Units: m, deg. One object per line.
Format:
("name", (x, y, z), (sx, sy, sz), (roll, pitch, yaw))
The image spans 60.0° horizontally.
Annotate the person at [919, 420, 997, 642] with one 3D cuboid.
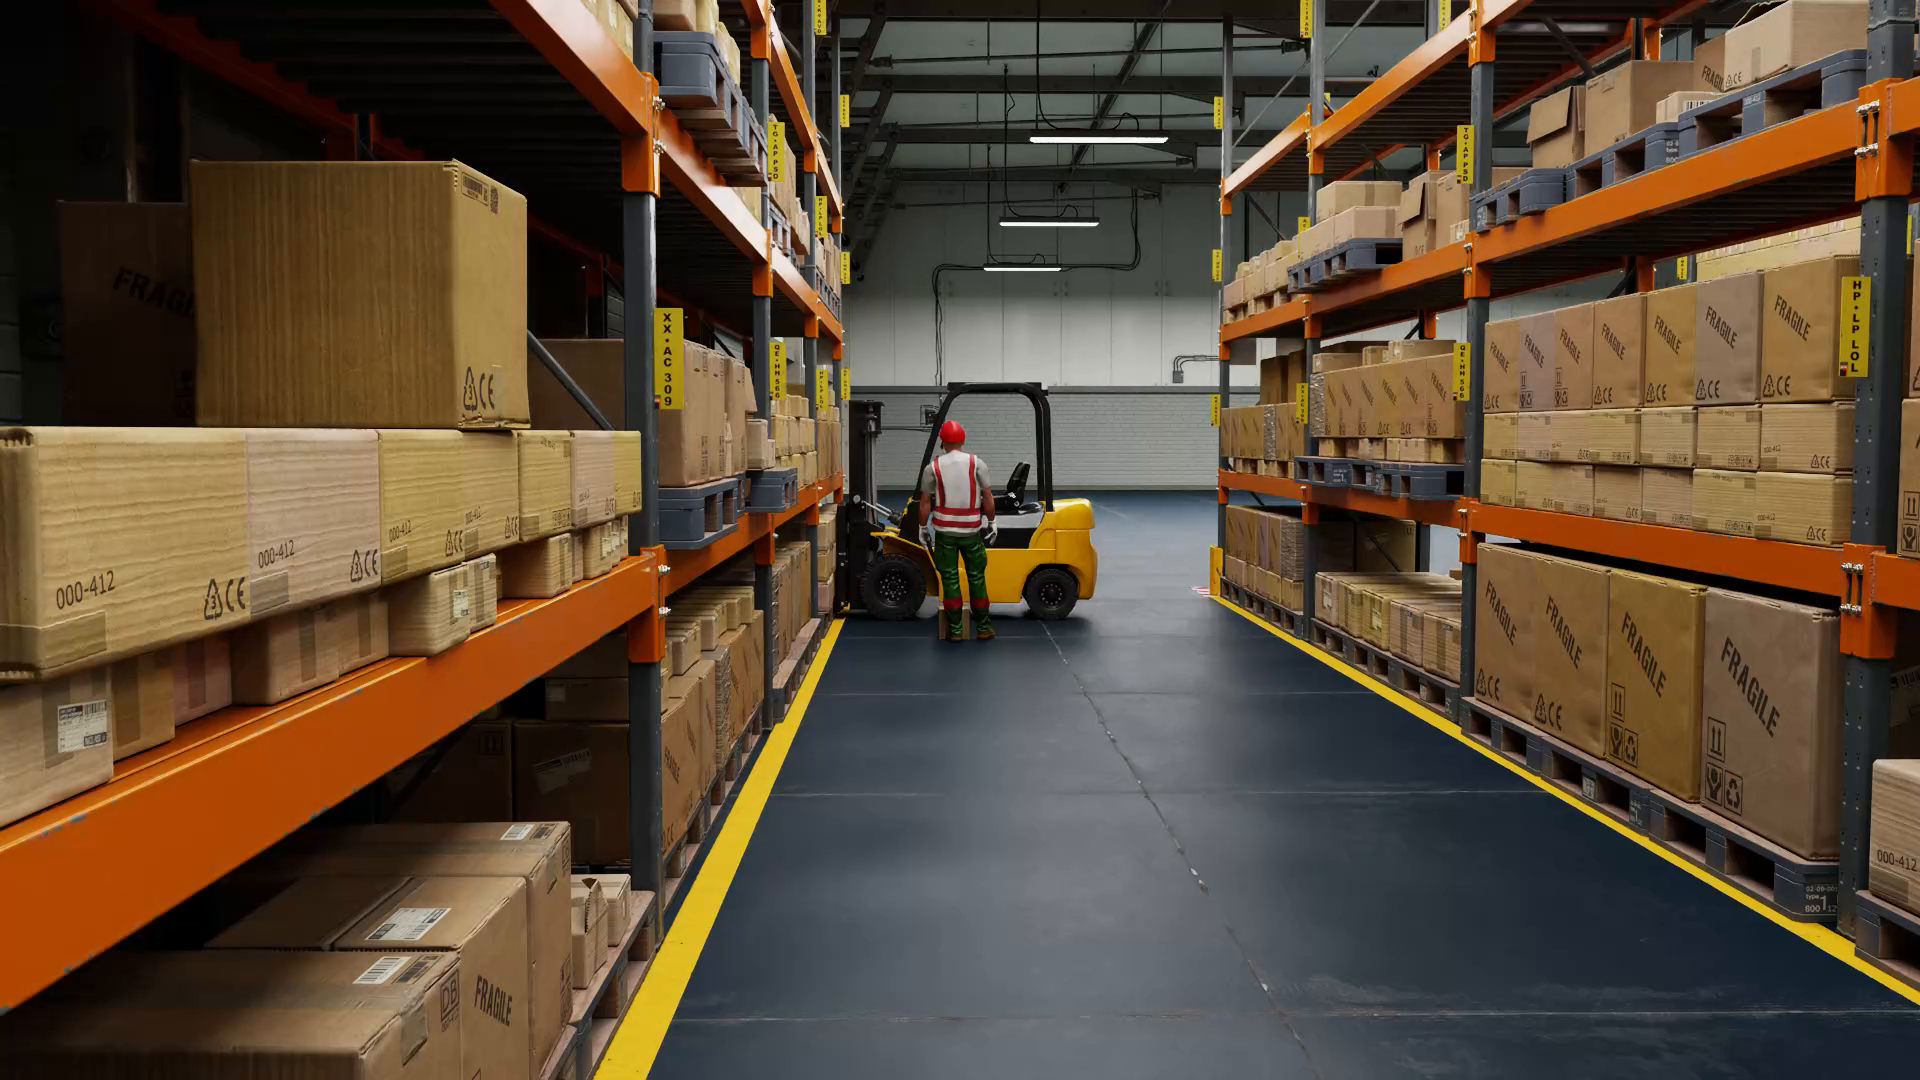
("person", (-0.017, -0.078, 13.552), (0.638, 1.789, 0.562), (0, 4, -1))
